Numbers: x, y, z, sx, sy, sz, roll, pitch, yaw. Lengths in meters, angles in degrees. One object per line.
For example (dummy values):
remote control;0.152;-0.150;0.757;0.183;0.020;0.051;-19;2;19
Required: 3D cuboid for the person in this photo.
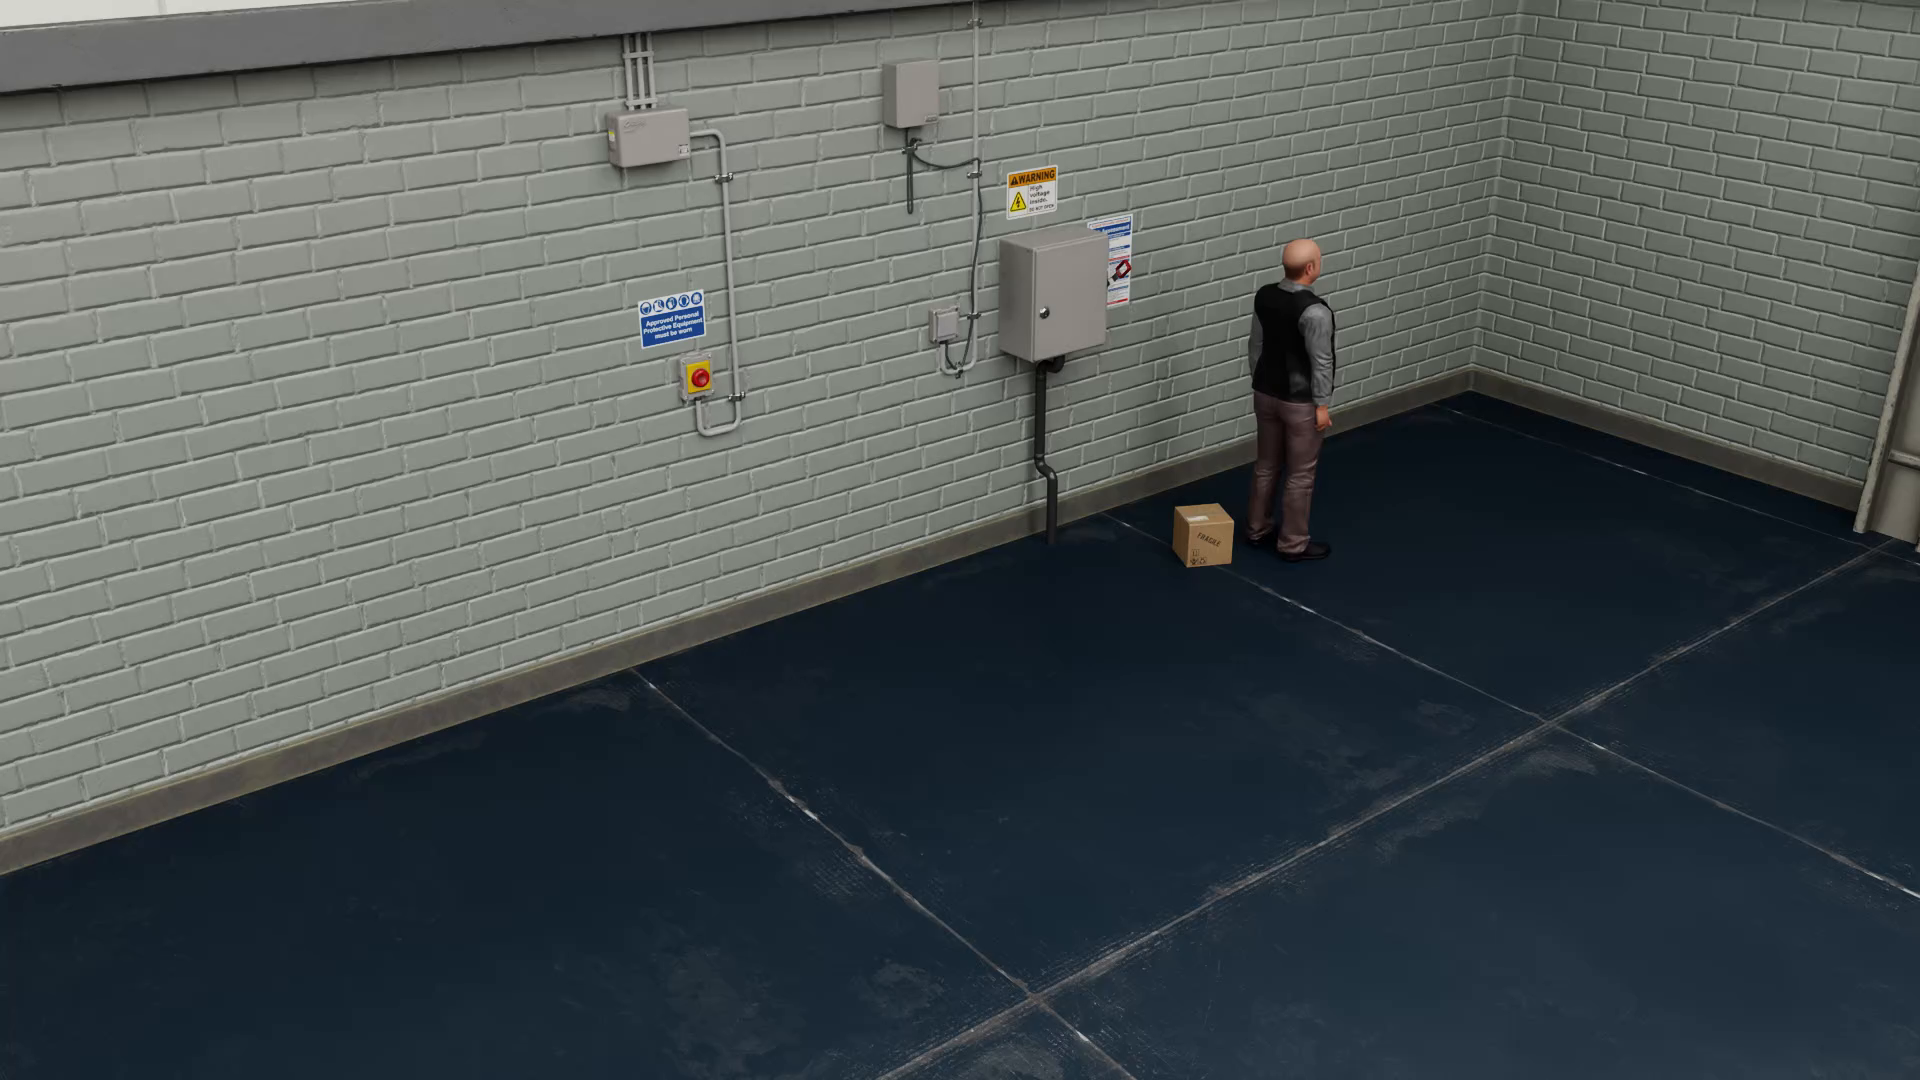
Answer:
person;1.751;-0.739;8.749;0.358;1.725;0.530;-17;29;-32
